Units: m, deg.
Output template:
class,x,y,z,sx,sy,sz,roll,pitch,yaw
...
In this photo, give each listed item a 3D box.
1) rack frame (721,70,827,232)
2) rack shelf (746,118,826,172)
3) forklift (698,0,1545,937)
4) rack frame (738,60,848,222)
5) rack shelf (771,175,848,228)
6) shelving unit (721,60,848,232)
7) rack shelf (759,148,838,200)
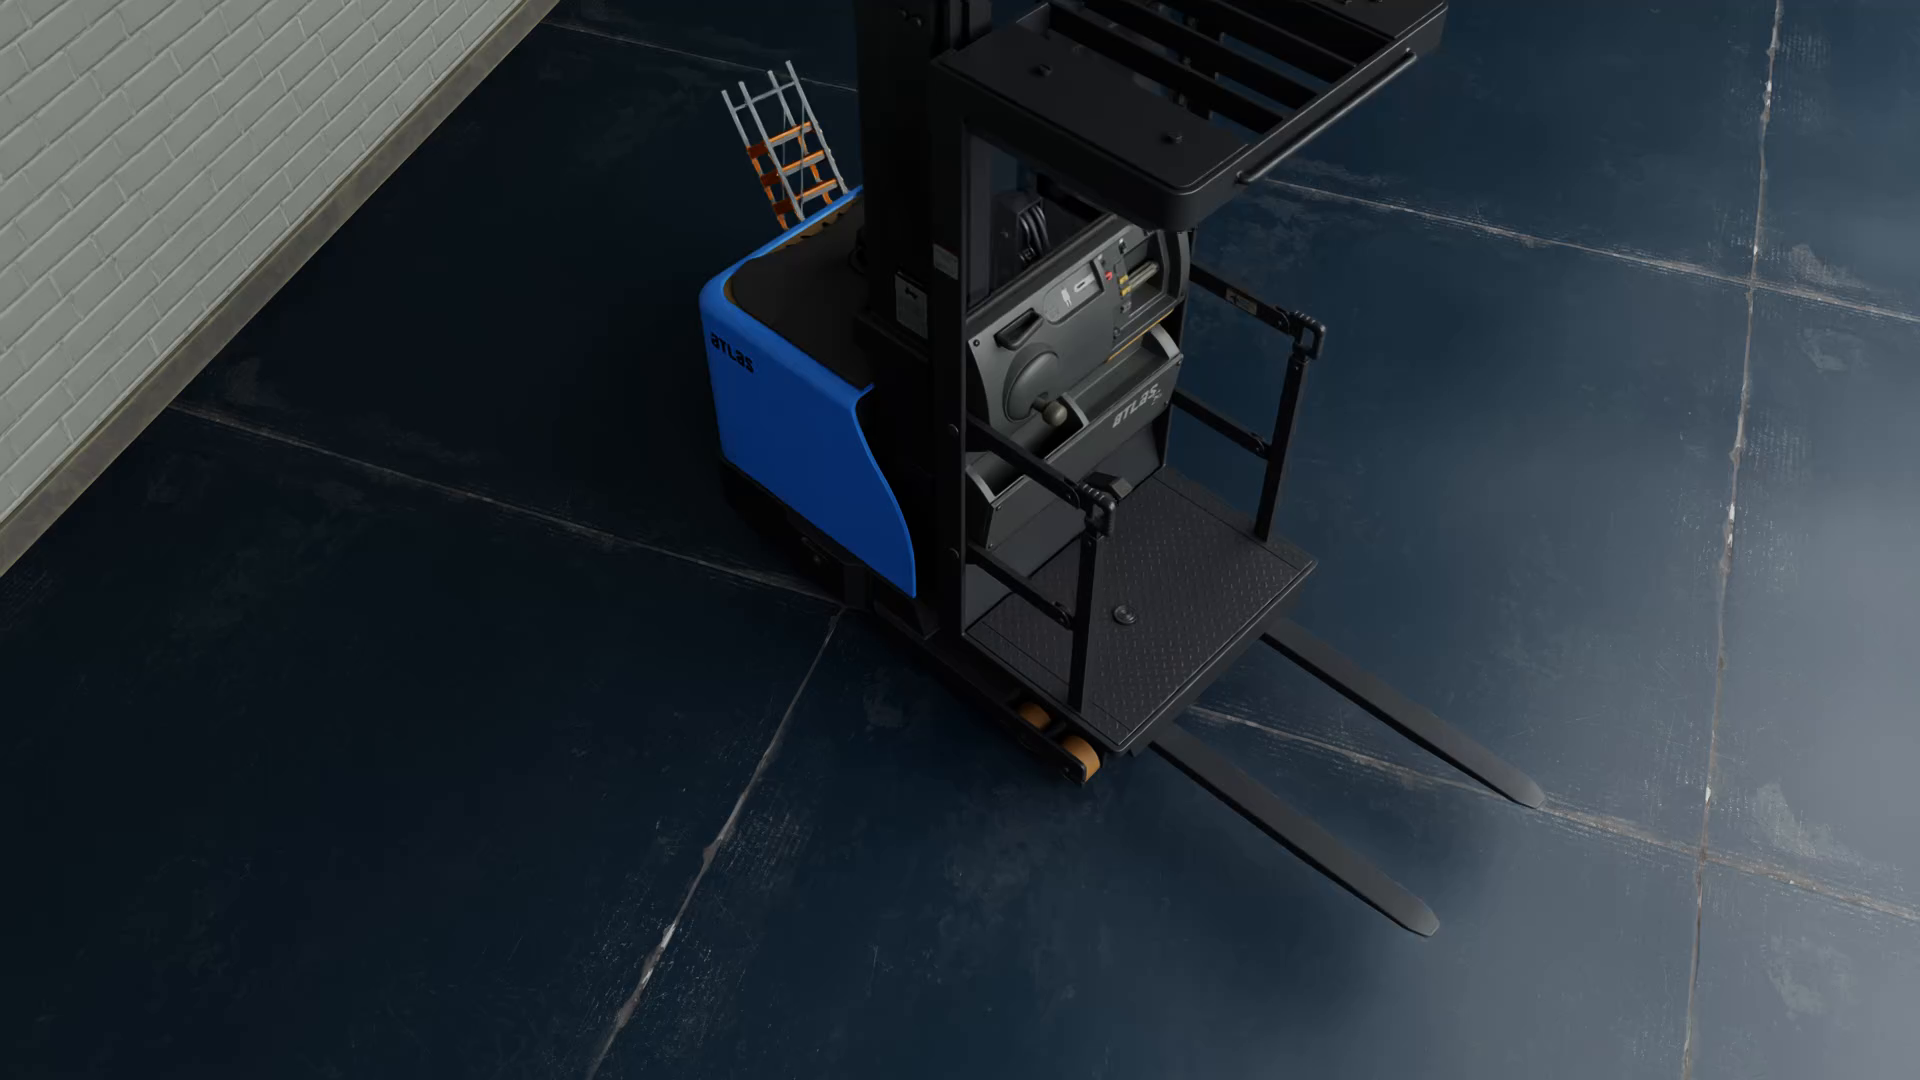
class,x,y,z,sx,sy,sz,roll,pitch,yaw
rack frame,-0.611,-1.293,6.750,0.240,1.200,0.006,-31,17,-24
rack shelf,-0.691,-1.567,6.588,0.258,0.103,0.180,-31,17,-24
forklift,0.521,-0.602,4.832,3.031,2.935,1.130,35,58,27
rack frame,-0.523,-1.285,6.590,0.240,1.200,0.006,-31,17,-24
rack shelf,-0.597,-1.355,6.651,0.258,0.103,0.180,-31,17,-24
shelving unit,-0.567,-1.289,6.670,0.258,1.200,0.189,-31,17,-24
rack shelf,-0.644,-1.461,6.619,0.258,0.103,0.180,-31,17,-24
